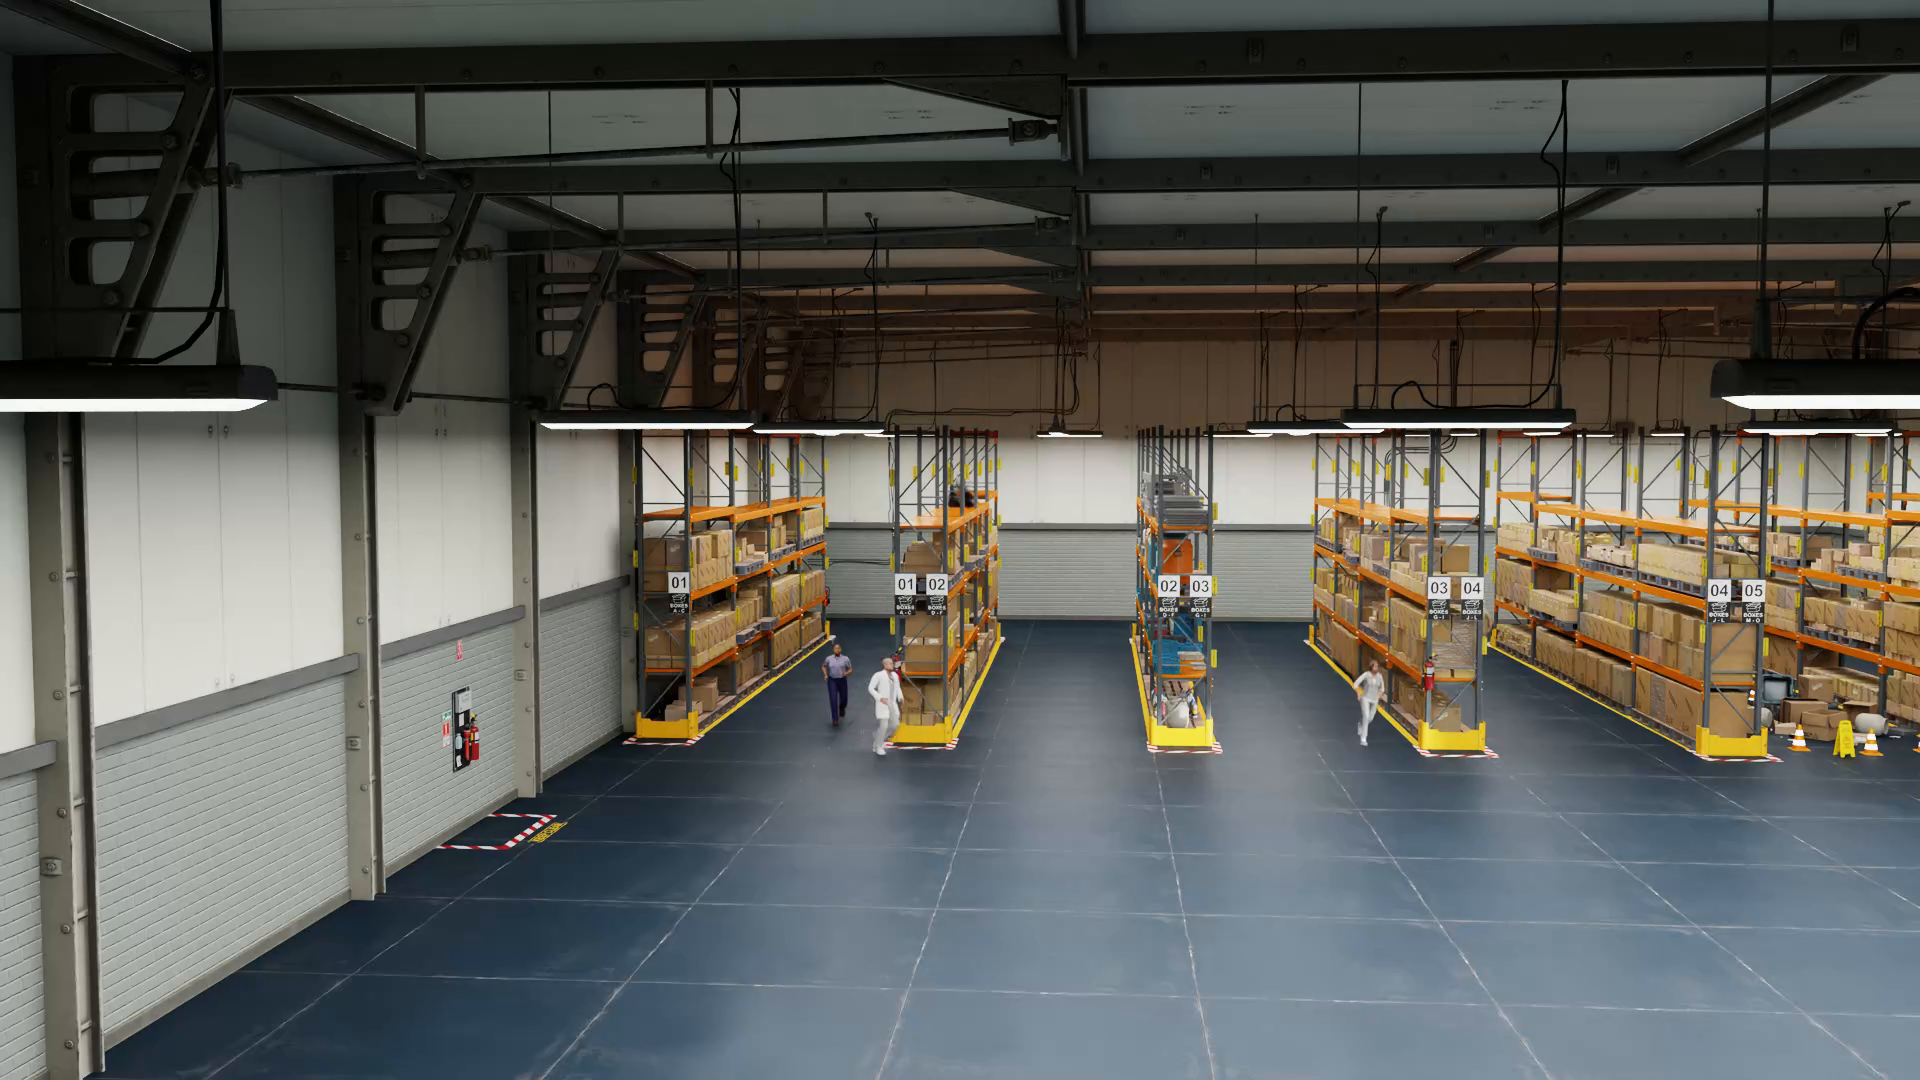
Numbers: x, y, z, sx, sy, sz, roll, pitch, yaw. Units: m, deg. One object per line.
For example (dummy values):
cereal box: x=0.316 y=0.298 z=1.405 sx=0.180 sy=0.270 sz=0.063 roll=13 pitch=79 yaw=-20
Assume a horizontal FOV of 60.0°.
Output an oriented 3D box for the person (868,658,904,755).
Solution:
person: x=-1.325 y=3.036 z=30.444 sx=0.787 sy=1.730 sz=0.556 roll=-3 pitch=5 yaw=-41

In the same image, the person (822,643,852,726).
person: x=-2.481 y=2.900 z=33.598 sx=0.620 sy=1.603 sz=0.823 roll=0 pitch=3 yaw=-7

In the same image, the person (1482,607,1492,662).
person: x=13.213 y=2.378 z=42.220 sx=0.580 sy=1.636 sz=0.547 roll=1 pitch=4 yaw=12

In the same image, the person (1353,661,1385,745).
person: x=7.762 y=3.061 z=31.534 sx=0.581 sy=1.569 sz=0.740 roll=0 pitch=3 yaw=-4
